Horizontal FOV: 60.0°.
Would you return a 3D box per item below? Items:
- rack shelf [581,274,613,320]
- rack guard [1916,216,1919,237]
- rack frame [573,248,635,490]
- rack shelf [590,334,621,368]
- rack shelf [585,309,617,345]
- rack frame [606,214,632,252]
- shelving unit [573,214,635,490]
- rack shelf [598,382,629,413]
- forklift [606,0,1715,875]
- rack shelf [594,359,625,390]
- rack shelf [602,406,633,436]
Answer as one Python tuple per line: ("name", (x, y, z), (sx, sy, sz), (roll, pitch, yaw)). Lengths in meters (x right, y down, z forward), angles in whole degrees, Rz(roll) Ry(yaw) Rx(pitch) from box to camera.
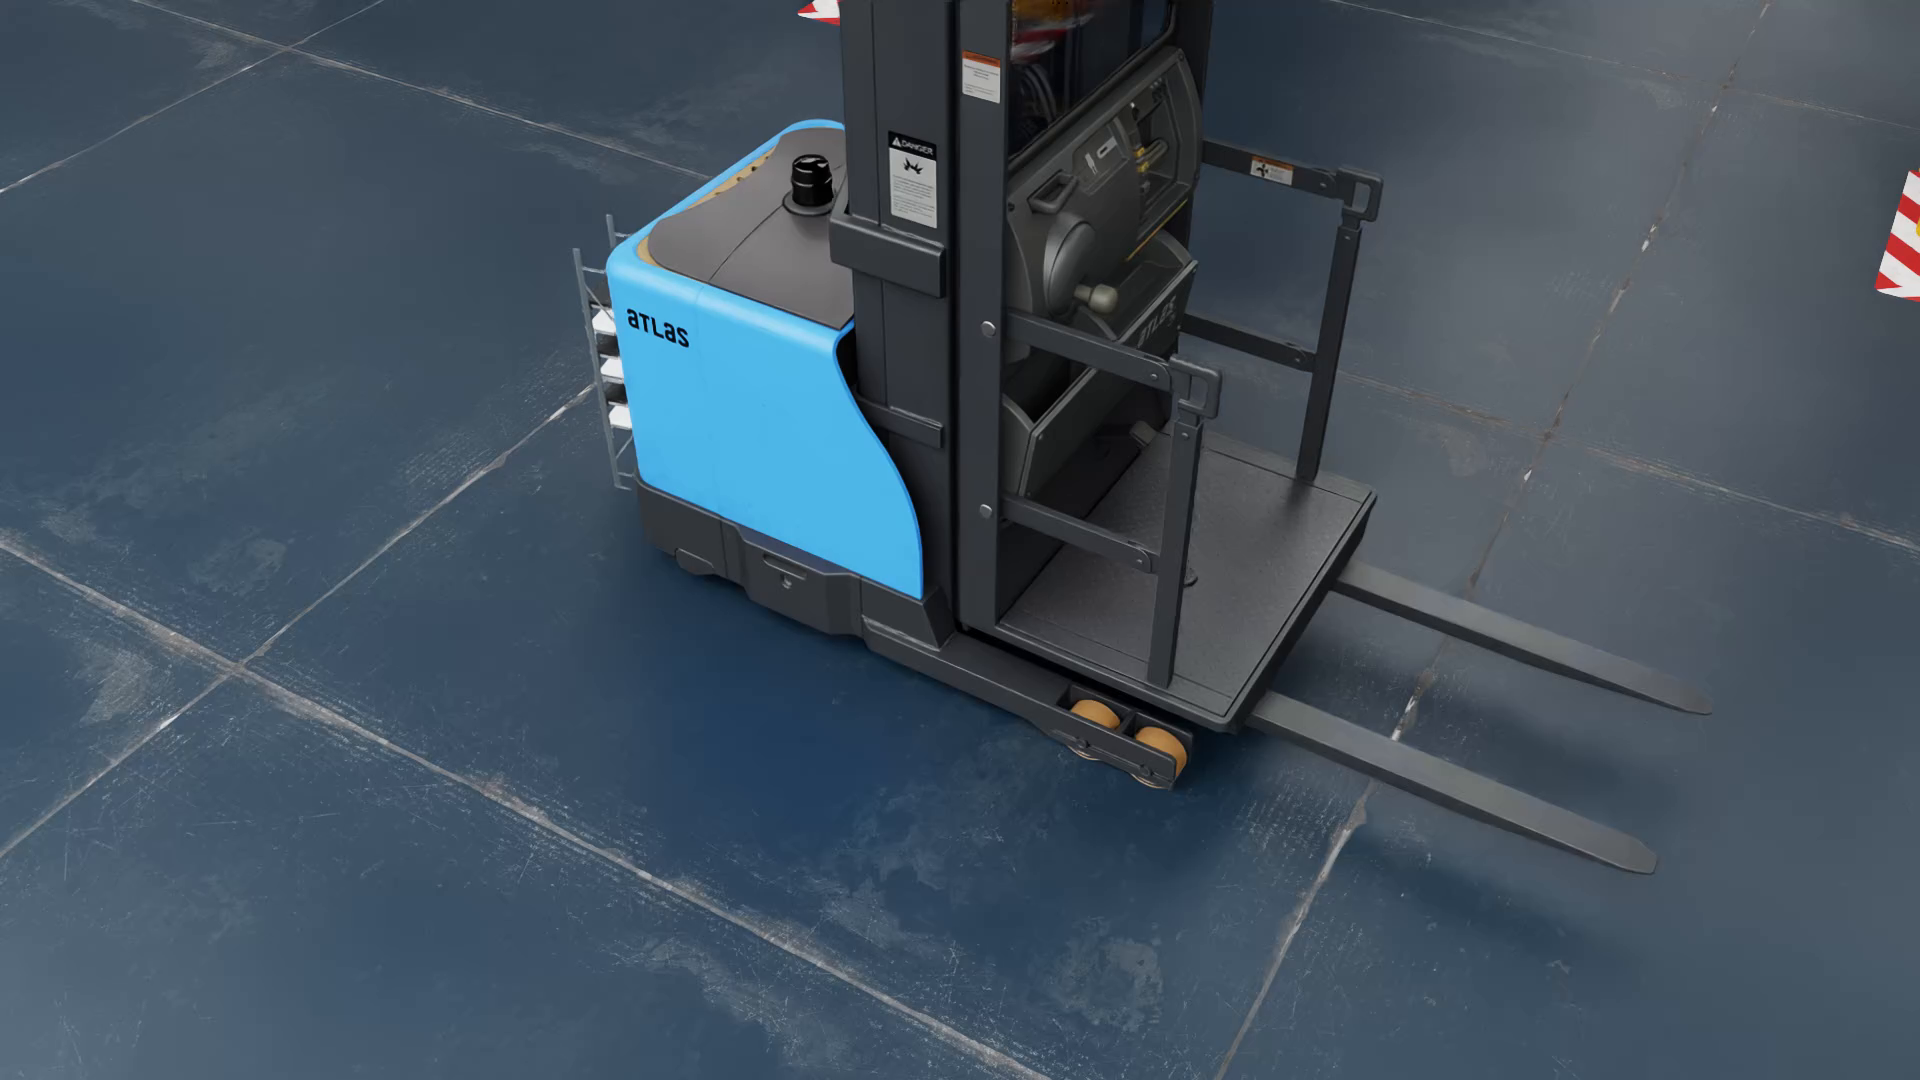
("rack shelf", (-0.983, -0.729, 5.039), (0.258, 0.077, 0.200), (13, 43, 14))
("rack guard", (4.387, -1.292, 6.339), (1.175, 0.500, 0.348), (21, 45, 22))
("rack frame", (-1.016, -0.488, 5.123), (0.240, 0.900, 0.006), (13, 43, 14))
("rack shelf", (-0.983, -0.594, 5.158), (0.258, 0.077, 0.200), (13, 43, 14))
("rack shelf", (-0.983, -0.662, 5.098), (0.258, 0.077, 0.200), (13, 43, 14))
("rack frame", (-0.950, -0.615, 5.267), (0.240, 0.900, 0.006), (13, 43, 14))
("shelving unit", (-0.983, -0.552, 5.195), (0.258, 0.900, 0.210), (13, 43, 14))
("rack shelf", (-0.983, -0.459, 5.277), (0.258, 0.077, 0.200), (13, 43, 14))
("forklift", (0.544, -0.835, 3.980), (3.031, 2.935, 1.130), (22, 46, 23))
("rack shelf", (-0.983, -0.527, 5.217), (0.258, 0.077, 0.200), (13, 43, 14))
("rack shelf", (-0.983, -0.391, 5.336), (0.258, 0.077, 0.200), (13, 43, 14))
